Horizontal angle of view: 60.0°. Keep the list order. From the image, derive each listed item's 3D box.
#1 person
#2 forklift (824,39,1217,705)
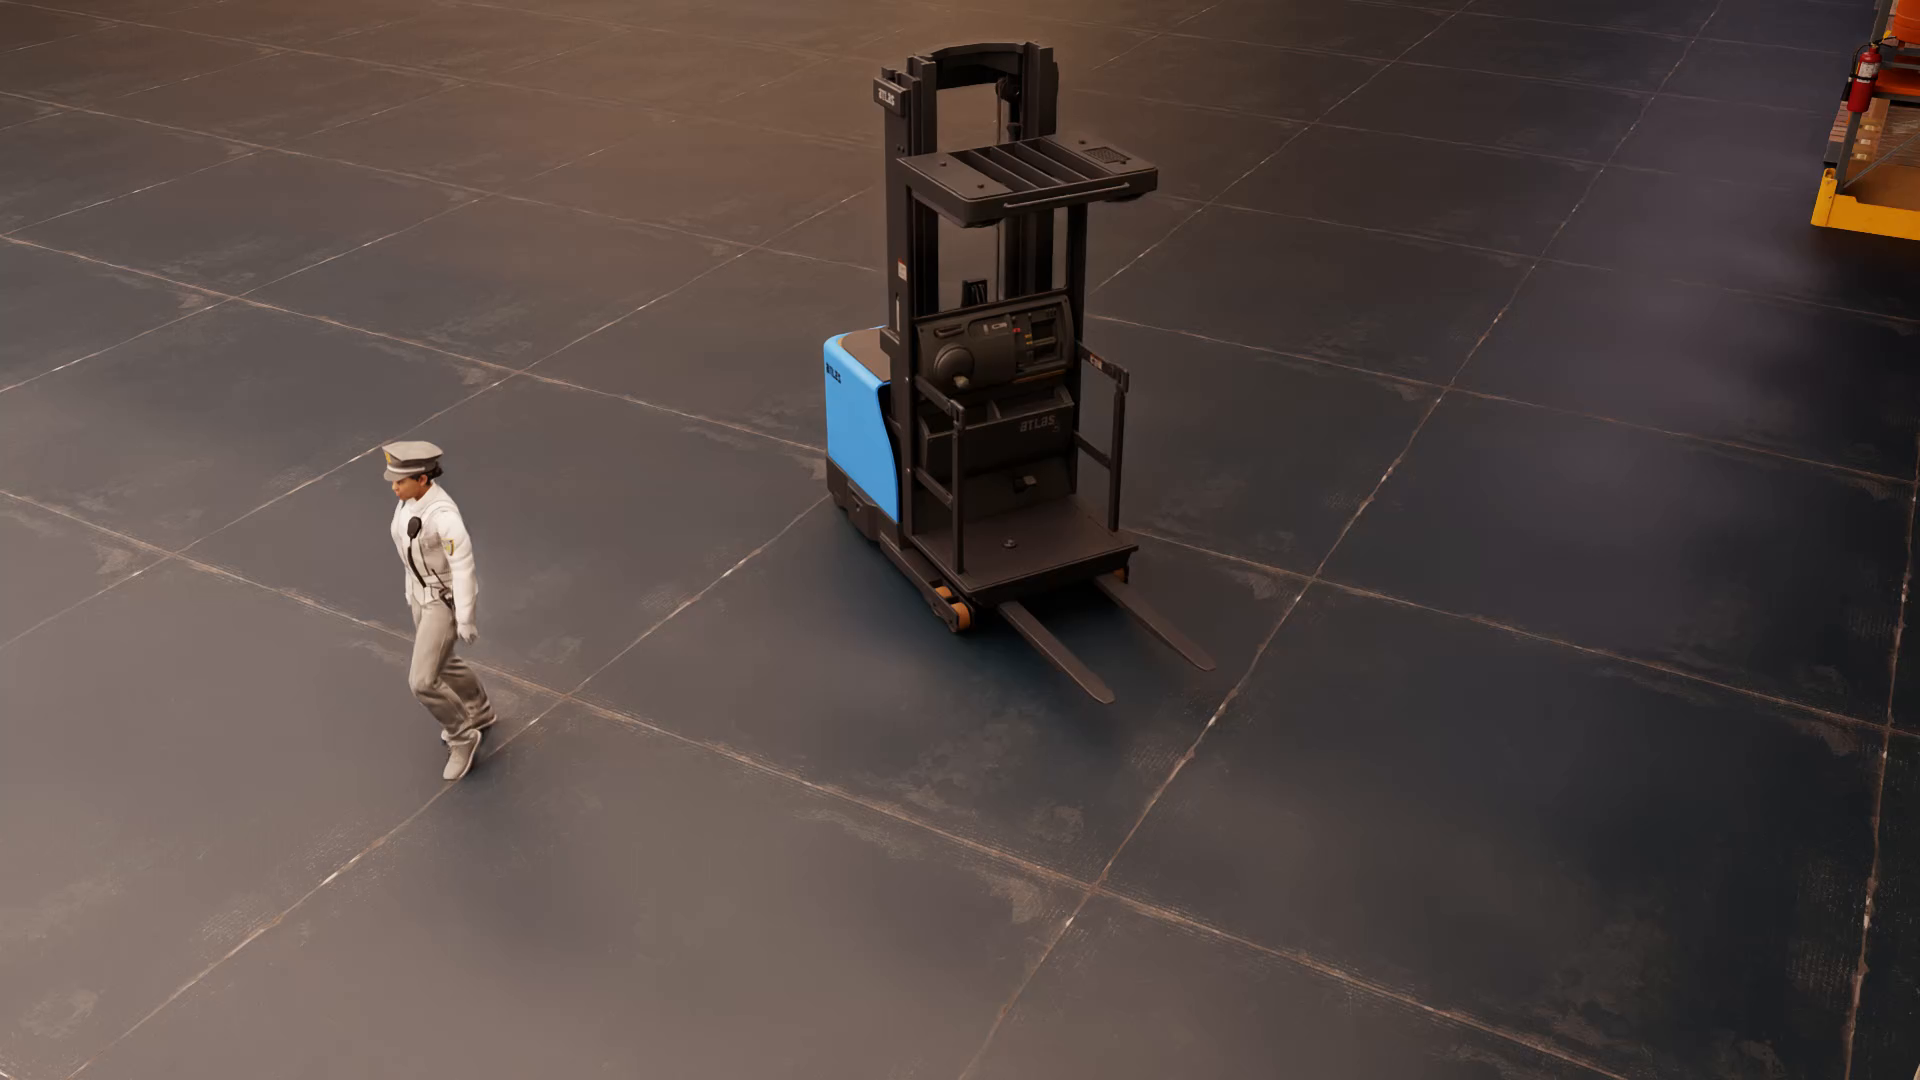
[{"bbox_3d":[-2.487,0.313,7.851,0.462,1.693,0.595,-21,36,-32],"label":"person"},{"bbox_3d":[0.301,-1.017,8.833,1.130,2.935,3.031,-15,33,-24],"label":"forklift"}]
